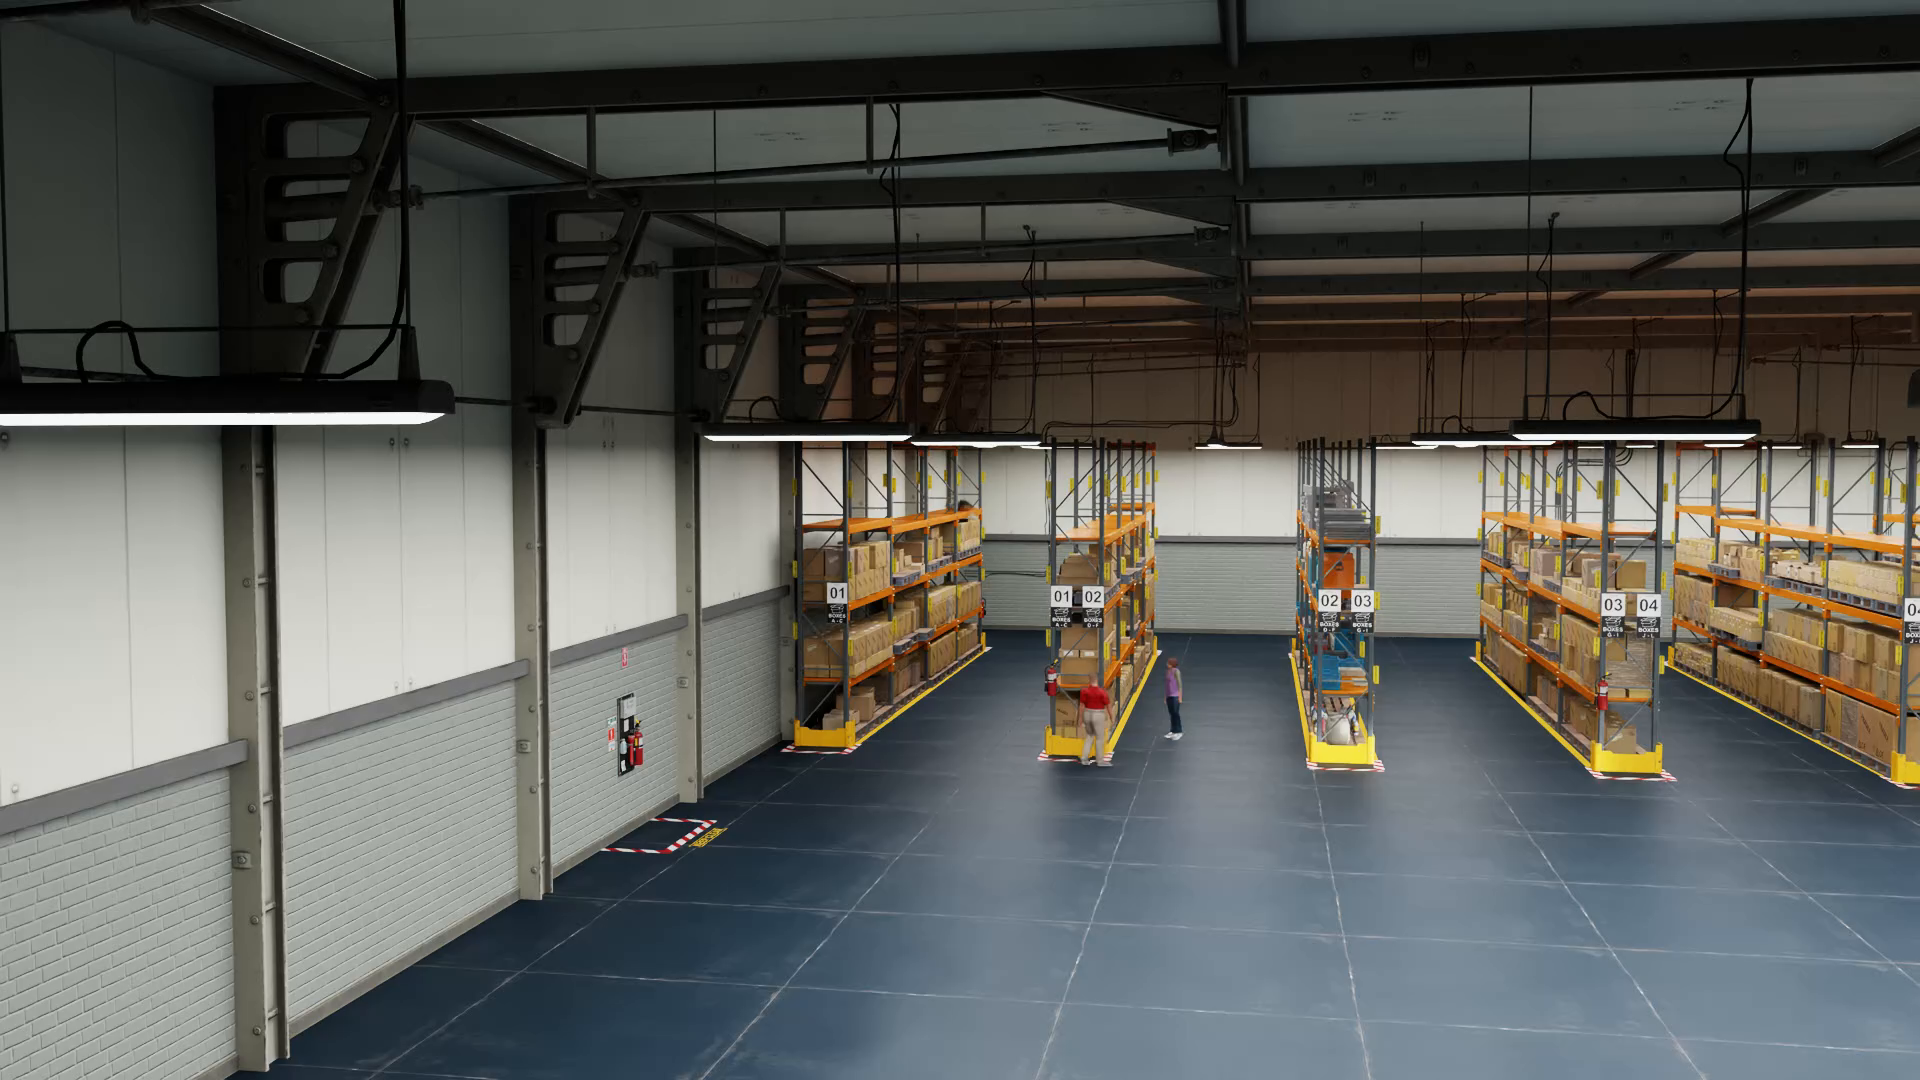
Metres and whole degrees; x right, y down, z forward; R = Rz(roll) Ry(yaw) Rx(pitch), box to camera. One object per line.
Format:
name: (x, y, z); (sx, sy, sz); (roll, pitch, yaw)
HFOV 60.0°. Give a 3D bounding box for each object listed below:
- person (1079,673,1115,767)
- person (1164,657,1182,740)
person: (2.476, 3.275, 30.218); (0.599, 1.747, 0.521); (3, 4, 43)
person: (4.267, 3.166, 33.312); (0.335, 1.627, 0.494); (-2, 3, -28)
